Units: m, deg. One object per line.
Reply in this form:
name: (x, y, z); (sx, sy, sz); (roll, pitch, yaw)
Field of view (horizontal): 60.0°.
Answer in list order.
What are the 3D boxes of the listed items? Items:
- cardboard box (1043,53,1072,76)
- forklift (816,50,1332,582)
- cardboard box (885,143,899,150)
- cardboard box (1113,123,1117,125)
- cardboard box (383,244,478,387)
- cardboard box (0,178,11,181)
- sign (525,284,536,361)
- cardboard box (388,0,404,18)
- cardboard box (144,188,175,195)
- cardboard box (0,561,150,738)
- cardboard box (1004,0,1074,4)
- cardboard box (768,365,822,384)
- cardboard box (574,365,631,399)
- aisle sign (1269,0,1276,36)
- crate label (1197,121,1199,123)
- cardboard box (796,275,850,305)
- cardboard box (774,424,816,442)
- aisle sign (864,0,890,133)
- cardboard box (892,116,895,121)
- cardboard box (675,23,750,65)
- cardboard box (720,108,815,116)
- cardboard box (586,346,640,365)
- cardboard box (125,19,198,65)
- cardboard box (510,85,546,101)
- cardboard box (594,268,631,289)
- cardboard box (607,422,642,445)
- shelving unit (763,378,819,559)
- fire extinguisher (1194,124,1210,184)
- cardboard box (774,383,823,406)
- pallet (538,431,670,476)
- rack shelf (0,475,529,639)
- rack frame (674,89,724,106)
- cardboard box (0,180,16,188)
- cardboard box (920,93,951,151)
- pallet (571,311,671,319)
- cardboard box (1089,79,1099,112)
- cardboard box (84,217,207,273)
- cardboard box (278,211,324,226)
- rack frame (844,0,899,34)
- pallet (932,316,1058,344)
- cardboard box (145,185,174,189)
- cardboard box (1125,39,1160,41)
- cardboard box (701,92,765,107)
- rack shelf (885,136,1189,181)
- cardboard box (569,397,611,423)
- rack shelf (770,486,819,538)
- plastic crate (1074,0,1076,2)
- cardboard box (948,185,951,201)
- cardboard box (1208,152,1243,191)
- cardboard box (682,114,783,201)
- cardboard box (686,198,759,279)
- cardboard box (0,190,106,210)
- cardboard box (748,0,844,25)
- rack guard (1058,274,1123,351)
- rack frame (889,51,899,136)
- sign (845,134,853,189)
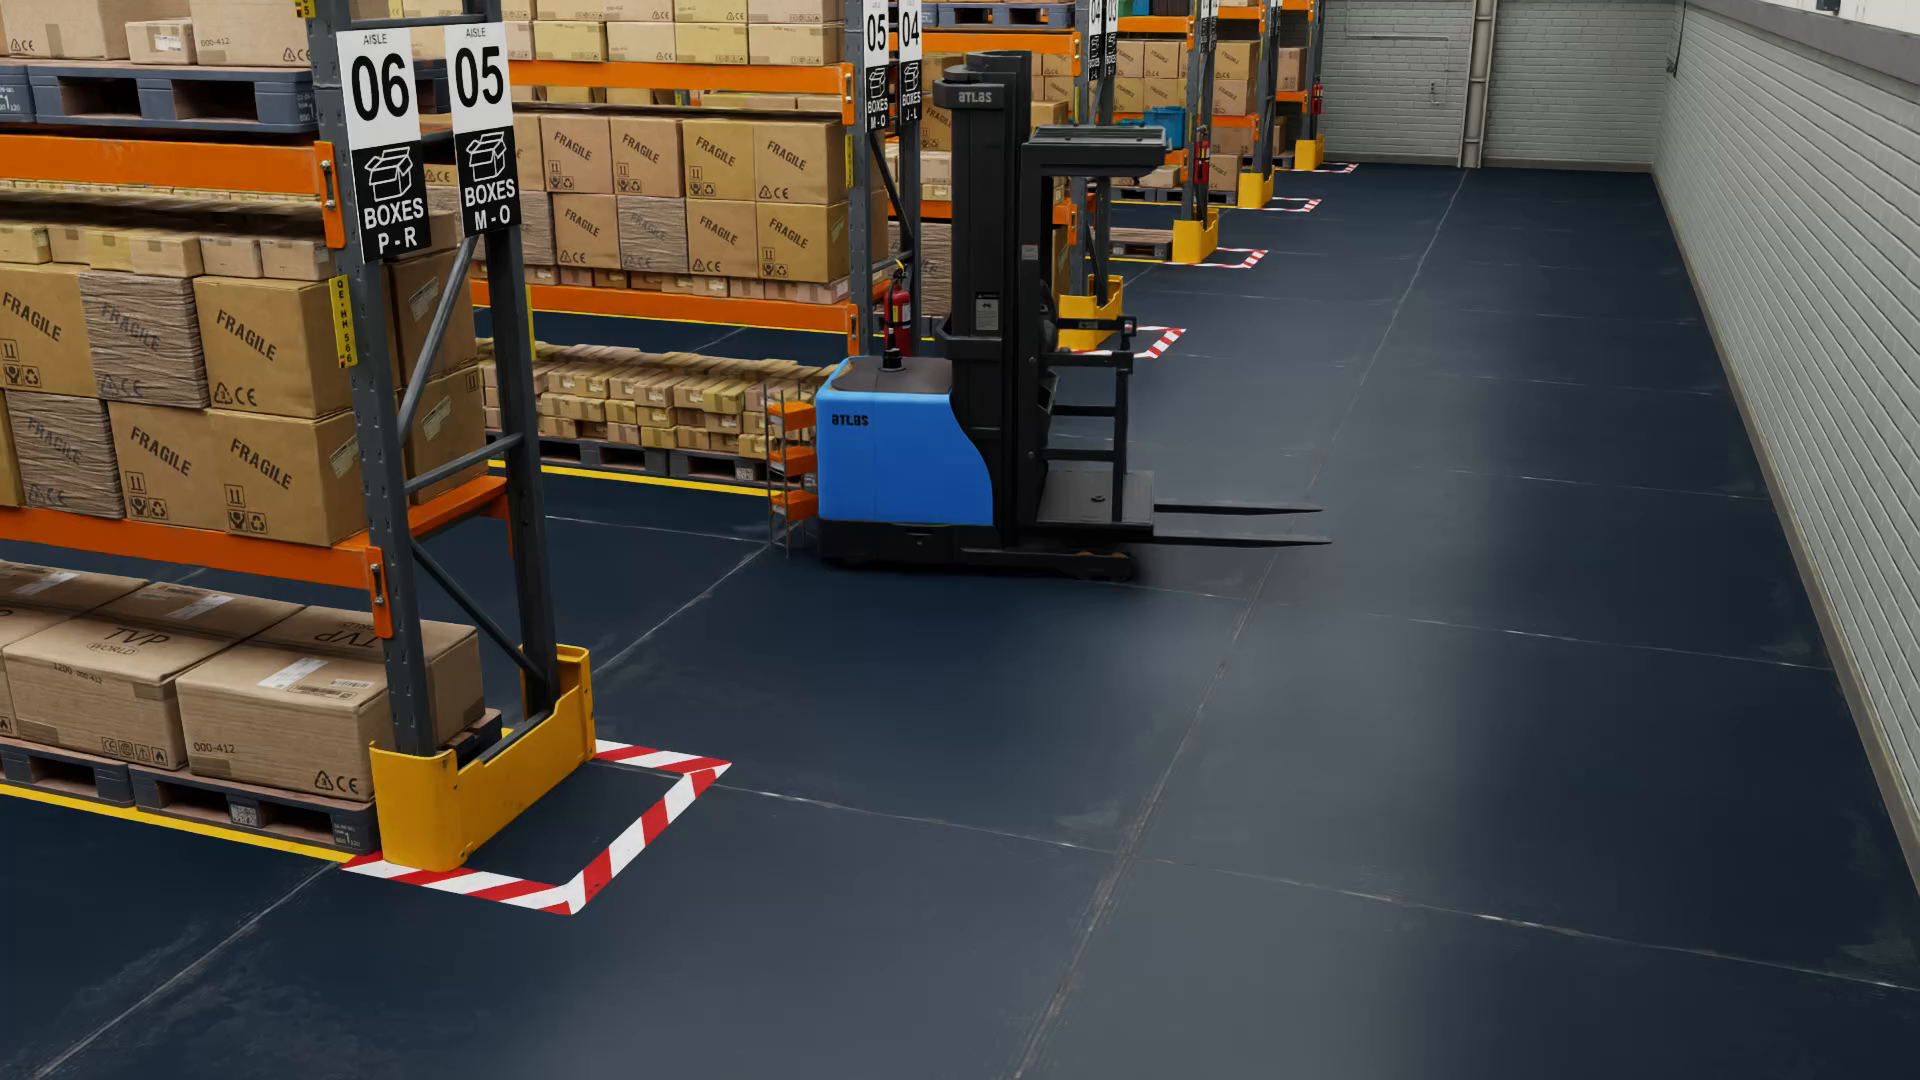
cardboard box: (1.549, -7.210, 24.856); (0.500, 0.500, 0.500); (6, 20, 16)
forklift: (0.702, -1.326, 9.750); (3.031, 2.935, 1.130); (2, 19, 6)
cardboard box: (-0.593, -3.743, 16.355); (0.500, 0.250, 0.500); (6, 20, 17)
cardboard box: (3.004, -7.331, 30.032); (0.500, 0.500, 0.700); (7, 20, 19)
cardboard box: (-2.379, -0.952, 6.901); (0.500, 0.500, 0.500); (6, 20, 17)
cardboard box: (-7.420, -2.928, 13.082); (0.250, 0.149, 0.380); (6, 20, 17)
sign: (-1.832, -0.910, 7.017); (0.005, 0.325, 0.100); (7, 20, 18)
cardboard box: (-3.893, -3.729, 11.451); (0.500, 0.250, 0.500); (7, 20, 20)
cardboard box: (-5.956, -2.617, 12.641); (0.250, 0.149, 0.380); (7, 20, 18)
cardboard box: (-4.394, 0.485, 7.704); (0.875, 0.438, 0.875); (6, 20, 16)
cardboard box: (0.724, -5.122, 15.036); (0.500, 0.500, 0.700); (5, 20, 15)
cardboard box: (-1.174, -1.129, 11.872); (0.250, 0.149, 0.380); (7, 20, 19)
cardboard box: (-2.544, -1.128, 11.869); (0.250, 0.149, 0.380); (7, 20, 18)
aisle sign: (4.451, -7.578, 23.632); (0.004, 0.787, 0.394); (7, 20, 18)
crate label: (2.733, -4.991, 20.325); (0.303, 0.233, 0.416); (7, 20, 18)
cardboard box: (-0.891, -1.670, 11.016); (0.250, 0.149, 0.380); (7, 20, 18)
cardboard box: (-1.083, -0.803, 11.386); (0.250, 0.149, 0.380); (6, 20, 17)
aisle sign: (-0.520, -2.968, 10.408); (0.004, 0.787, 0.394); (7, 20, 18)
cardboard box: (-0.796, -7.920, 31.192); (0.750, 0.750, 0.750); (6, 20, 17)
cardboard box: (-1.491, -3.207, 10.713); (0.500, 0.250, 0.500); (7, 20, 18)
cardboard box: (-1.306, -2.685, 11.422); (0.500, 0.500, 0.500); (7, 20, 20)
cardboard box: (-2.591, -1.331, 12.451); (0.250, 0.149, 0.380); (6, 20, 16)
cardboard box: (-2.896, -1.876, 6.259); (0.250, 0.149, 0.380); (5, 20, 14)
cardboard box: (-4.388, -4.532, 17.169); (0.637, 0.503, 0.797); (7, 20, 20)
cardboard box: (-2.335, -1.861, 11.561); (0.250, 0.149, 0.380); (7, 20, 19)
cardboard box: (-2.304, -0.804, 11.842); (0.250, 0.149, 0.380); (7, 20, 19)
shelving unit: (-1.006, -0.431, 10.041); (0.252, 1.050, 0.215); (-15, 24, -37)
fire extinguisher: (2.852, -4.543, 19.559); (0.183, 0.674, 0.296); (7, 20, 18)
cardboard box: (-1.074, -0.953, 11.366); (0.250, 0.149, 0.380); (7, 20, 19)
pallet: (-2.467, -0.764, 12.271); (1.213, 0.211, 1.003); (7, 20, 18)
rack shelf: (-3.909, -0.168, 7.417); (4.000, 0.370, 1.077); (7, 20, 18)
rack frame: (-2.546, -3.805, 16.758); (0.127, 3.000, 1.000); (7, 20, 18)
cardboard box: (-7.400, -2.783, 13.117); (0.250, 0.149, 0.380); (8, 21, 21)
cardboard box: (-0.096, -4.041, 16.071); (0.500, 0.500, 0.500); (6, 20, 17)
pallet: (-3.299, -2.548, 17.389); (1.213, 0.211, 1.003); (7, 20, 18)
cardboard box: (2.057, -6.683, 24.863); (0.500, 0.500, 0.500); (6, 20, 18)
cardboard box: (-3.168, -1.156, 6.501); (0.250, 0.149, 0.380); (7, 20, 19)
cardboard box: (-2.535, -1.248, 6.766); (0.250, 0.149, 0.380); (7, 20, 19)
rack frame: (-0.490, -4.675, 10.138); (0.127, 3.000, 1.000); (7, 20, 18)
pallet: (0.452, -2.118, 16.156); (1.213, 0.211, 1.003); (7, 20, 18)
cardboard box: (-5.943, -2.758, 12.595); (0.250, 0.149, 0.380); (6, 20, 16)
cardboard box: (2.707, -7.266, 25.017); (0.500, 0.500, 0.500); (6, 20, 18)
cardboard box: (-2.177, -4.098, 16.234); (0.500, 0.500, 0.500); (7, 20, 18)
rack shelf: (0.969, -4.789, 20.675); (4.000, 0.370, 1.077); (7, 20, 18)
cardboard box: (-2.573, -0.965, 11.851); (0.250, 0.149, 0.380); (7, 20, 19)
rack shelf: (-1.006, -0.159, 10.135); (0.240, 0.259, 0.215); (-15, 24, -37)
plastic crate: (1.505, -6.551, 20.172); (0.767, 0.338, 0.504); (7, 20, 18)
cardboard box: (0.069, -3.273, 15.613); (0.250, 0.149, 0.380); (7, 20, 19)
cardboard box: (3.893, -5.462, 24.642); (0.500, 0.500, 0.500); (7, 20, 18)
cardboard box: (-1.483, -2.528, 10.973); (0.500, 0.500, 0.500); (6, 20, 16)
cardboard box: (-1.484, -2.055, 11.134); (0.500, 0.500, 0.500); (6, 20, 17)
cardboard box: (-3.978, -1.436, 7.304); (0.250, 0.149, 0.380); (7, 20, 18)
cardboard box: (-1.009, -3.394, 10.490); (0.500, 0.250, 0.500); (6, 20, 16)
rack guard: (1.255, -2.190, 15.923); (0.348, 0.500, 1.175); (7, 20, 18)
rack frame: (-0.920, -5.345, 21.176); (0.127, 3.000, 1.000); (7, 20, 18)
sign: (-0.691, -2.367, 10.394); (0.005, 0.325, 0.100); (7, 20, 18)
